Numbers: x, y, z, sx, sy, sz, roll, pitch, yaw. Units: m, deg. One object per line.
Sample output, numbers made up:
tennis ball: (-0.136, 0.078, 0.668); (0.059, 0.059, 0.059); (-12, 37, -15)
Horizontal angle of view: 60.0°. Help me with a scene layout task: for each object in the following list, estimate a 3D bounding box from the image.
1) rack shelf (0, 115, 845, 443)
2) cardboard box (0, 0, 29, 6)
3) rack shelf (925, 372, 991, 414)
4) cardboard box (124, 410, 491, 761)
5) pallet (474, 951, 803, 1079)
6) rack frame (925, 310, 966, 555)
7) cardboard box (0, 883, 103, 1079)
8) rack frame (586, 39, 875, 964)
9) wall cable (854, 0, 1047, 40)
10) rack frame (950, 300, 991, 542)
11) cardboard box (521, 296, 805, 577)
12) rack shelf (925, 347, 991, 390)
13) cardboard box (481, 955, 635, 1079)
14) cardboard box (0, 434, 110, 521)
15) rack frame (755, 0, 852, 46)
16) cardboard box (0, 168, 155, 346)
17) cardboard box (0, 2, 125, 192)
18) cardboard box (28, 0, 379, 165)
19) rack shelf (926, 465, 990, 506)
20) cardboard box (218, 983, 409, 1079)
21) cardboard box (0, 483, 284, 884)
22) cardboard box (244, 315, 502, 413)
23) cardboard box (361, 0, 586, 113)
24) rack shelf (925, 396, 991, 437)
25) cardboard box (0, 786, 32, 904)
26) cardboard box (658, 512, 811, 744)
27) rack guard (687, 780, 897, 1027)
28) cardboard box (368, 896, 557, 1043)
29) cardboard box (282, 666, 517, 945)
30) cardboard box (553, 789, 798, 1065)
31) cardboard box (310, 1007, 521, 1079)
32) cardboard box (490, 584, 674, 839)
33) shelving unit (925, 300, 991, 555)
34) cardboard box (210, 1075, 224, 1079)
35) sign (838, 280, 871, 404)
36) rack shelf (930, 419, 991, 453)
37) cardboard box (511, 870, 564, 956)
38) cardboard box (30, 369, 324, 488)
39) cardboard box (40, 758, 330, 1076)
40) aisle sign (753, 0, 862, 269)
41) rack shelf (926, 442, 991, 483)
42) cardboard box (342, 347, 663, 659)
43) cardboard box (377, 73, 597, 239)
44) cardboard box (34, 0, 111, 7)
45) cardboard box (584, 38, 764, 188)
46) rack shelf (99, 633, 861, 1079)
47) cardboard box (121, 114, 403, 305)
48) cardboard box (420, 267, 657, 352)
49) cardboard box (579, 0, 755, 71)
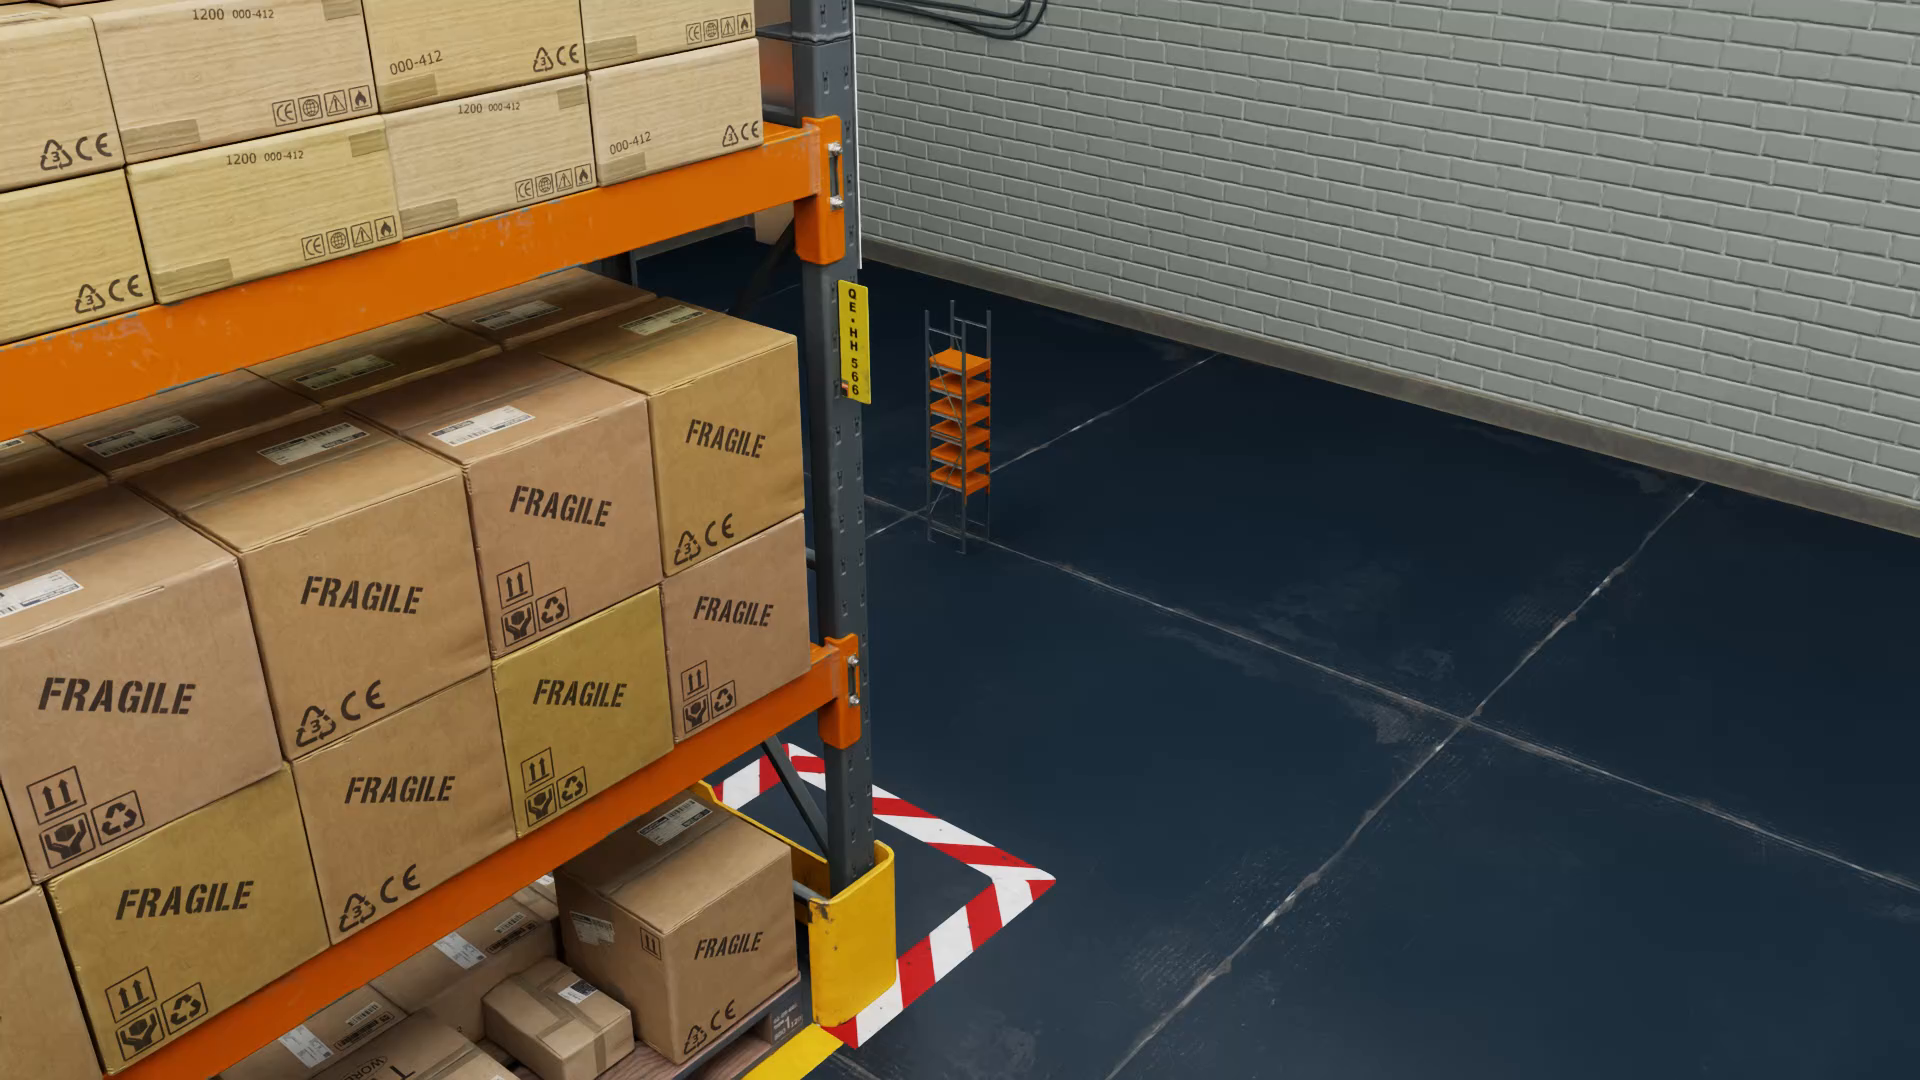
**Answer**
rack shelf: (-1.966, -0.339, 3.159); (1.077, 0.370, 4.000); (21, 34, 34)
cardboard box: (-2.017, -1.158, 2.762); (0.700, 0.500, 0.500); (21, 34, 34)
rack shelf: (-0.009, -0.701, 7.875); (0.258, 0.103, 0.180); (21, 34, 34)
cardboard box: (-1.411, 0.079, 3.635); (0.500, 0.500, 0.500); (22, 34, 36)
pallet: (-1.248, 1.514, 5.095); (1.003, 0.211, 1.213); (21, 34, 34)
rack frame: (-0.067, -0.495, 7.902); (0.240, 1.200, 0.006); (21, 34, 34)
cardboard box: (-2.060, 0.879, 3.178); (0.500, 0.500, 0.500); (21, 34, 34)
rack frame: (-0.694, -0.035, 5.053); (1.000, 3.000, 0.127); (21, 34, 34)
wall cable: (-0.645, -4.668, 10.859); (3.097, 2.526, 0.112); (21, 34, 34)
rack frame: (0.049, -0.560, 8.027); (0.240, 1.200, 0.006); (21, 34, 34)
cardboard box: (-0.764, -0.285, 4.340); (0.500, 0.500, 0.500); (20, 34, 34)
rack shelf: (-0.009, -0.808, 7.819); (0.258, 0.103, 0.180); (21, 34, 34)
cardboard box: (-1.176, 1.410, 4.865); (0.380, 0.166, 0.250); (21, 34, 34)
cardboard box: (-2.150, 0.101, 3.594); (0.500, 0.500, 0.500); (20, 34, 34)
rack frame: (-0.694, -2.700, 3.675); (1.000, 3.000, 0.127); (21, 34, 34)
cardboard box: (-1.782, -0.514, 2.877); (0.500, 0.250, 0.500); (21, 34, 34)
cardboard box: (-1.775, -0.733, 2.758); (0.500, 0.250, 0.500); (21, 34, 34)
cardboard box: (-1.462, -0.913, 3.104); (0.500, 0.250, 0.500); (21, 34, 34)
rack shelf: (-0.009, -0.275, 8.095); (0.258, 0.103, 0.180); (21, 34, 34)
cardboard box: (-1.894, 1.455, 4.686); (0.500, 0.250, 0.500); (21, 34, 34)
cardboard box: (-1.738, 0.261, 3.283); (0.500, 0.500, 0.500); (22, 35, 36)
cardboard box: (-1.506, -0.256, 4.283); (0.500, 0.500, 0.500); (21, 34, 35)
cardboard box: (-1.141, -1.089, 3.445); (0.500, 0.250, 0.500); (21, 34, 34)
rack shelf: (-0.009, -0.595, 7.930); (0.258, 0.103, 0.180); (21, 34, 34)
cardboard box: (-2.066, 0.445, 2.929); (0.500, 0.500, 0.500); (20, 33, 33)
cardboard box: (-0.768, 0.159, 4.569); (0.500, 0.500, 0.500); (22, 35, 36)
rack guard: (-0.742, 1.102, 5.575); (1.175, 0.500, 0.348); (21, 34, 34)
cardboard box: (-1.576, 1.278, 5.029); (0.500, 0.250, 0.500); (21, 34, 34)
cardboard box: (-1.417, 0.519, 3.873); (0.500, 0.500, 0.500); (21, 34, 35)
cardboard box: (-0.849, 1.145, 5.015); (0.500, 0.500, 0.500); (21, 34, 34)
cardboard box: (-1.477, 1.584, 4.438); (0.500, 0.250, 0.500); (21, 34, 34)
cardboard box: (-1.096, 0.344, 4.212); (0.500, 0.500, 0.500); (21, 34, 35)
shelving unit: (-0.009, -0.528, 7.964); (0.258, 1.200, 0.189); (21, 34, 34)
cardboard box: (-2.047, 1.629, 4.075); (0.797, 0.503, 0.637); (21, 34, 34)
sign: (-0.278, -0.520, 4.387); (0.100, 0.325, 0.005); (21, 34, 34)
rack shelf: (-0.009, -0.488, 7.985); (0.258, 0.103, 0.180); (21, 34, 34)
cardboard box: (-1.384, 1.165, 5.339); (0.380, 0.166, 0.250); (21, 34, 34)
cardboard box: (-1.828, -0.080, 3.943); (0.500, 0.500, 0.500); (21, 34, 35)
cardboard box: (-1.738, 0.698, 3.528); (0.500, 0.500, 0.500); (20, 34, 34)
aisle sign: (-0.414, -1.124, 4.330); (0.394, 0.787, 0.004); (21, 34, 34)
rack shelf: (-0.009, -0.382, 8.040); (0.258, 0.103, 0.180); (21, 34, 34)
cardboard box: (-1.085, -0.106, 3.993); (0.500, 0.500, 0.500); (22, 34, 36)
cardboard box: (-1.143, -0.867, 3.561); (0.500, 0.250, 0.500); (21, 34, 34)
cardboard box: (-1.626, -1.308, 3.052); (0.700, 0.500, 0.500); (21, 34, 34)
cardboard box: (-0.817, -1.041, 3.897); (0.500, 0.250, 0.500); (21, 34, 34)
rack shelf: (-1.966, 0.994, 3.848); (1.077, 0.370, 4.000); (21, 34, 34)
cardboard box: (-1.451, -0.686, 3.211); (0.500, 0.250, 0.500); (21, 34, 34)
cardboard box: (-1.179, -0.443, 4.645); (0.500, 0.500, 0.500); (22, 35, 36)
cardboard box: (-0.824, -1.266, 3.787); (0.500, 0.250, 0.500); (21, 34, 34)
